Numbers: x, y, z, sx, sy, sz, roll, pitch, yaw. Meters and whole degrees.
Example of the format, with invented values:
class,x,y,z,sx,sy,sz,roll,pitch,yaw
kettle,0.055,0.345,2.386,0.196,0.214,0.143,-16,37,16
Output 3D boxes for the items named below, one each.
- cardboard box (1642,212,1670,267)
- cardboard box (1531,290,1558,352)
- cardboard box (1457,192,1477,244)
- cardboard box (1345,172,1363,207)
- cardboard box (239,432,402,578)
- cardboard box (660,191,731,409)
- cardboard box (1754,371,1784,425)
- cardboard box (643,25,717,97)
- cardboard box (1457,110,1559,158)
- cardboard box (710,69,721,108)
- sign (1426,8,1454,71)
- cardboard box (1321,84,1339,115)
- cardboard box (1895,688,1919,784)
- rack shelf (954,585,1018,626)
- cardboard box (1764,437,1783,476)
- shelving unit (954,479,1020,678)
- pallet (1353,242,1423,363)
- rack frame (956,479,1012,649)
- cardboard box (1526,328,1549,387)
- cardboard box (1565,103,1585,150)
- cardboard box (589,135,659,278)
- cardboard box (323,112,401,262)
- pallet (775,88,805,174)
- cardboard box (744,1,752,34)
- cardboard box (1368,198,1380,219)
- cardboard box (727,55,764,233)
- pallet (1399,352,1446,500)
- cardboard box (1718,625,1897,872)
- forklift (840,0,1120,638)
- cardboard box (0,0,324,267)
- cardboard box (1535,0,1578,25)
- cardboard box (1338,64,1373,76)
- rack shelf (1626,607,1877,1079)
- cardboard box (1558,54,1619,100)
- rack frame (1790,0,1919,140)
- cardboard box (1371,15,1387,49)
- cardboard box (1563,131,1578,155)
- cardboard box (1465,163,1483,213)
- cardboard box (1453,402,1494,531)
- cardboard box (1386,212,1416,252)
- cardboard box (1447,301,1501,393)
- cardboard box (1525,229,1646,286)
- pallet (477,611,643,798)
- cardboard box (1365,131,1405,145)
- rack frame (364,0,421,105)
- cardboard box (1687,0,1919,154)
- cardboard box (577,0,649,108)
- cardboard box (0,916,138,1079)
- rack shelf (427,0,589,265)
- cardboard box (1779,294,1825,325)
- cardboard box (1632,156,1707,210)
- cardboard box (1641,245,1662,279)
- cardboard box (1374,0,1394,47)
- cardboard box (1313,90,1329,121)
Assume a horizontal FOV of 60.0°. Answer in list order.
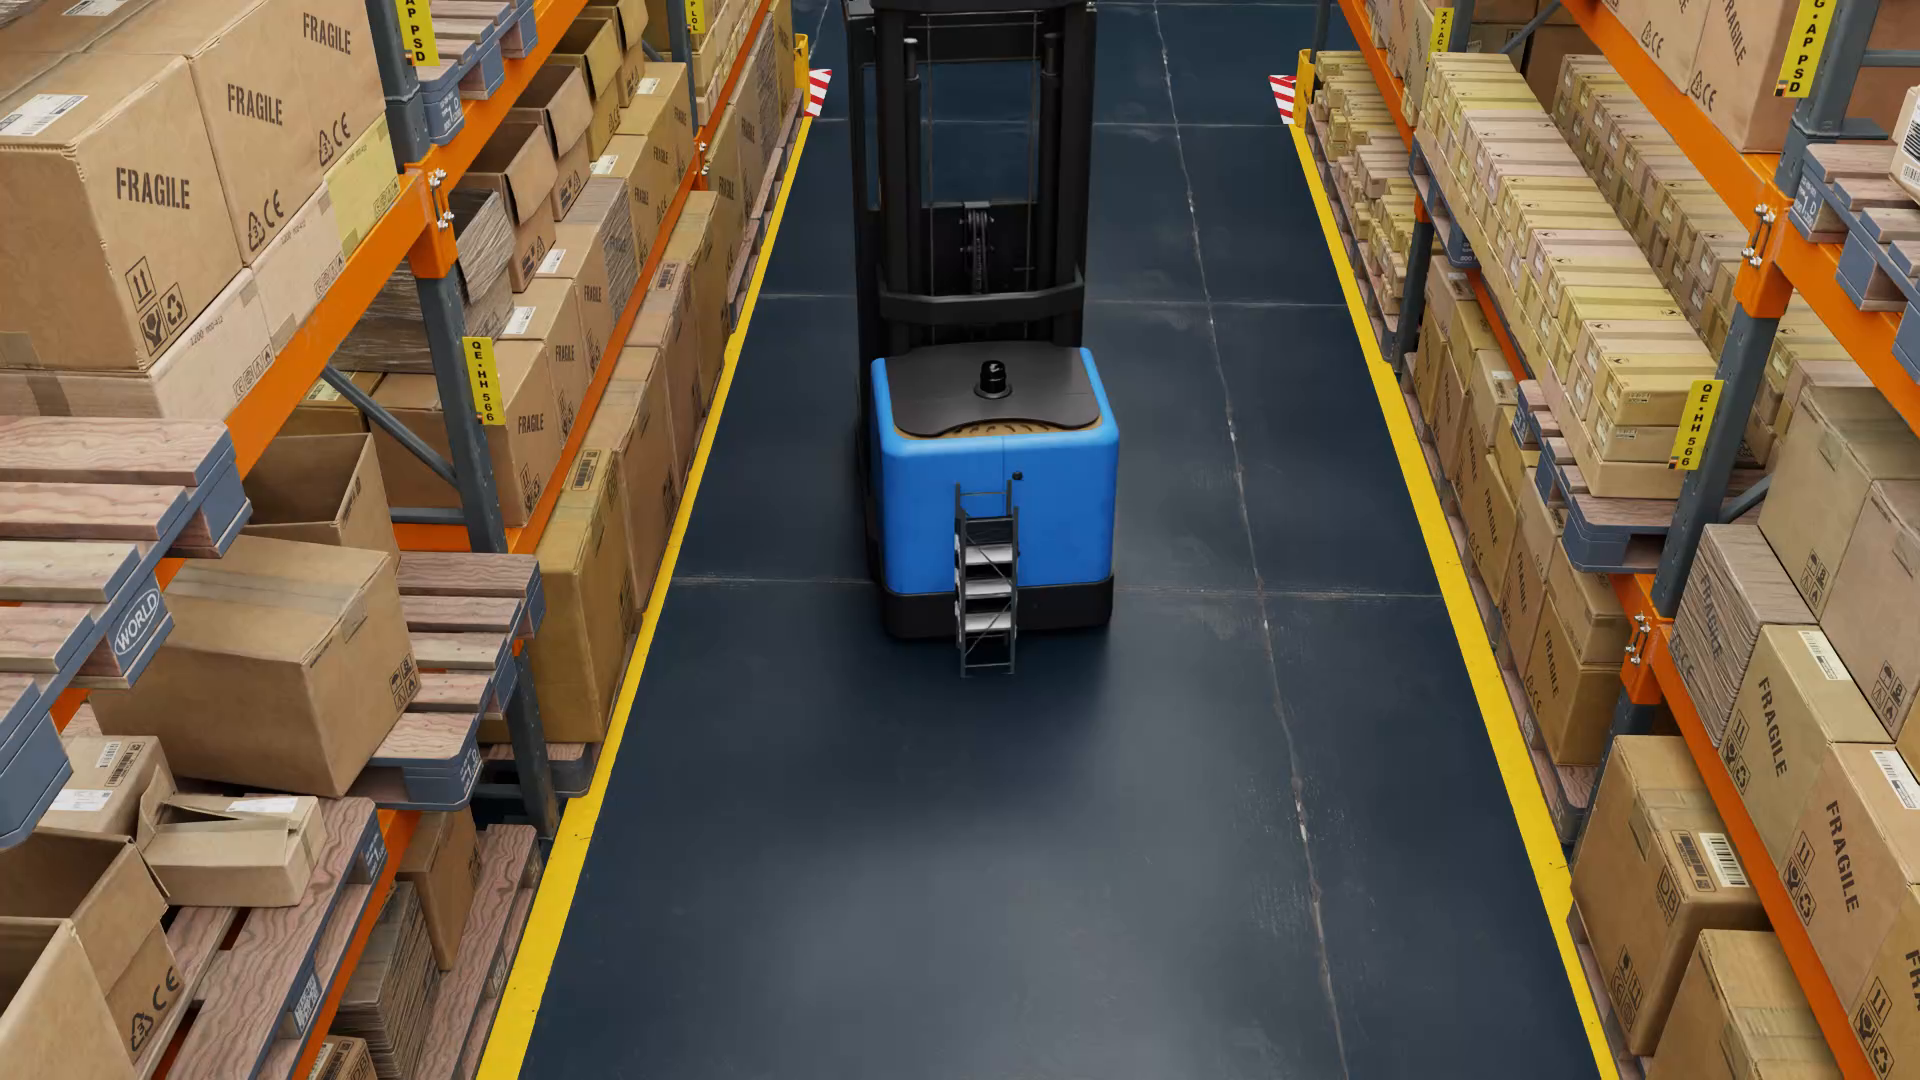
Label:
class,x,y,z,sx,sy,sz,roll,pitch,yaw
cardboard box,3.129,-1.270,7.042,0.380,0.149,0.250,3,35,4
cardboard box,2.444,-0.844,6.437,0.380,0.149,0.250,1,35,2
cardboard box,2.497,-1.469,7.585,0.380,0.149,0.250,0,35,0
cardboard box,2.783,-2.330,11.070,0.380,0.149,0.250,1,35,2
cardboard box,-2.082,0.015,5.168,0.500,0.500,0.500,-3,35,-4
cardboard box,-1.945,-1.316,8.996,1.225,0.875,0.875,1,35,2
cardboard box,3.080,-0.530,5.991,0.380,0.149,0.250,3,35,4
cardboard box,-1.659,-2.706,9.363,0.500,0.250,0.500,1,35,1
cardboard box,2.506,-1.855,7.616,0.380,0.149,0.250,1,35,1
cardboard box,-1.585,-2.592,9.548,0.380,0.149,0.250,0,35,0
sign,2.470,-2.571,8.547,0.100,0.325,0.005,1,35,2
cardboard box,2.828,-3.183,12.026,0.380,0.149,0.250,1,35,2
cardboard box,2.786,0.482,3.998,0.700,0.500,0.500,1,35,1
rack shelf,0.112,0.278,7.286,0.258,0.077,0.200,-4,35,-5
cardboard box,3.071,-0.232,5.825,0.380,0.149,0.250,1,35,1
shelving unit,0.112,0.177,7.215,0.258,0.900,0.210,-4,35,-5
pallet,3.004,-1.455,10.136,1.003,0.211,1.213,1,35,2
rack frame,0.101,0.119,7.298,0.240,0.900,0.006,-4,35,-5
cardboard box,2.447,-0.707,6.501,0.380,0.149,0.250,1,35,1
cardboard box,3.184,-2.015,8.103,0.380,0.149,0.250,2,35,2
cardboard box,-1.726,-1.563,7.778,0.500,0.500,0.500,1,35,1
cardboard box,-1.874,-0.970,4.544,0.500,0.250,0.500,1,35,2
pallet,-1.733,-3.078,12.445,1.003,0.211,1.213,1,35,2
cardboard box,-1.534,-3.337,10.607,0.380,0.149,0.250,0,35,1
cardboard box,2.798,-2.123,10.518,0.380,0.149,0.250,2,35,3
cardboard box,-1.797,-2.578,10.793,0.875,0.875,0.875,1,35,2
pallet,2.982,-0.621,8.950,1.003,0.211,1.213,1,35,2
cardboard box,2.546,0.592,4.712,0.500,0.500,0.500,1,35,1
forklift,0.023,-1.589,7.961,1.130,2.935,3.031,-4,35,-5
cardboard box,-1.879,-0.981,3.907,0.500,0.500,0.500,1,35,2
cardboard box,3.274,-3.034,8.743,0.500,0.500,0.500,2,35,3
cardboard box,2.921,-3.301,11.936,0.380,0.149,0.250,2,35,3
rack shelf,2.771,1.533,4.086,1.077,0.370,4.000,1,35,2
cardboard box,3.191,-2.286,8.230,0.380,0.149,0.250,3,35,4
rack frame,2.851,-2.365,3.789,1.000,3.000,0.127,1,35,2
cardboard box,2.781,-3.176,10.378,0.380,0.149,0.250,2,35,3
cardboard box,3.184,-1.896,8.192,0.380,0.149,0.250,2,35,2
cardboard box,2.500,-1.582,7.487,0.380,0.149,0.250,3,35,4
cardboard box,2.690,-0.334,7.926,0.500,0.500,0.500,2,35,3
cardboard box,2.737,-1.816,9.822,0.380,0.149,0.250,2,35,2
cardboard box,2.700,-0.940,8.136,0.500,0.250,0.500,2,35,3
cardboard box,2.459,-1.102,6.545,0.380,0.149,0.250,1,35,2
pallet,-1.993,0.606,7.204,1.003,0.211,1.213,1,35,2
cardboard box,2.865,-2.559,10.880,0.380,0.149,0.250,1,35,2
rack frame,-2.100,-2.538,4.035,1.000,3.000,0.127,1,35,2
cardboard box,2.621,-1.513,5.098,0.500,0.500,0.500,1,35,2
cardboard box,-1.957,-2.466,8.190,0.797,0.503,0.637,0,35,1
cardboard box,-2.089,1.344,2.842,1.000,1.000,1.000,2,35,2
rack shelf,-2.020,-2.165,6.739,1.077,0.370,4.000,1,35,2
cardboard box,3.086,-0.779,6.086,0.380,0.149,0.250,1,35,2
cardboard box,3.138,-1.537,7.165,0.380,0.149,0.250,0,35,0
cardboard box,3.134,-1.143,7.122,0.380,0.149,0.250,0,35,0
cardboard box,2.793,-3.240,9.906,0.500,0.500,0.500,1,35,2
cardboard box,2.832,-3.219,12.335,0.380,0.149,0.250,2,35,3
